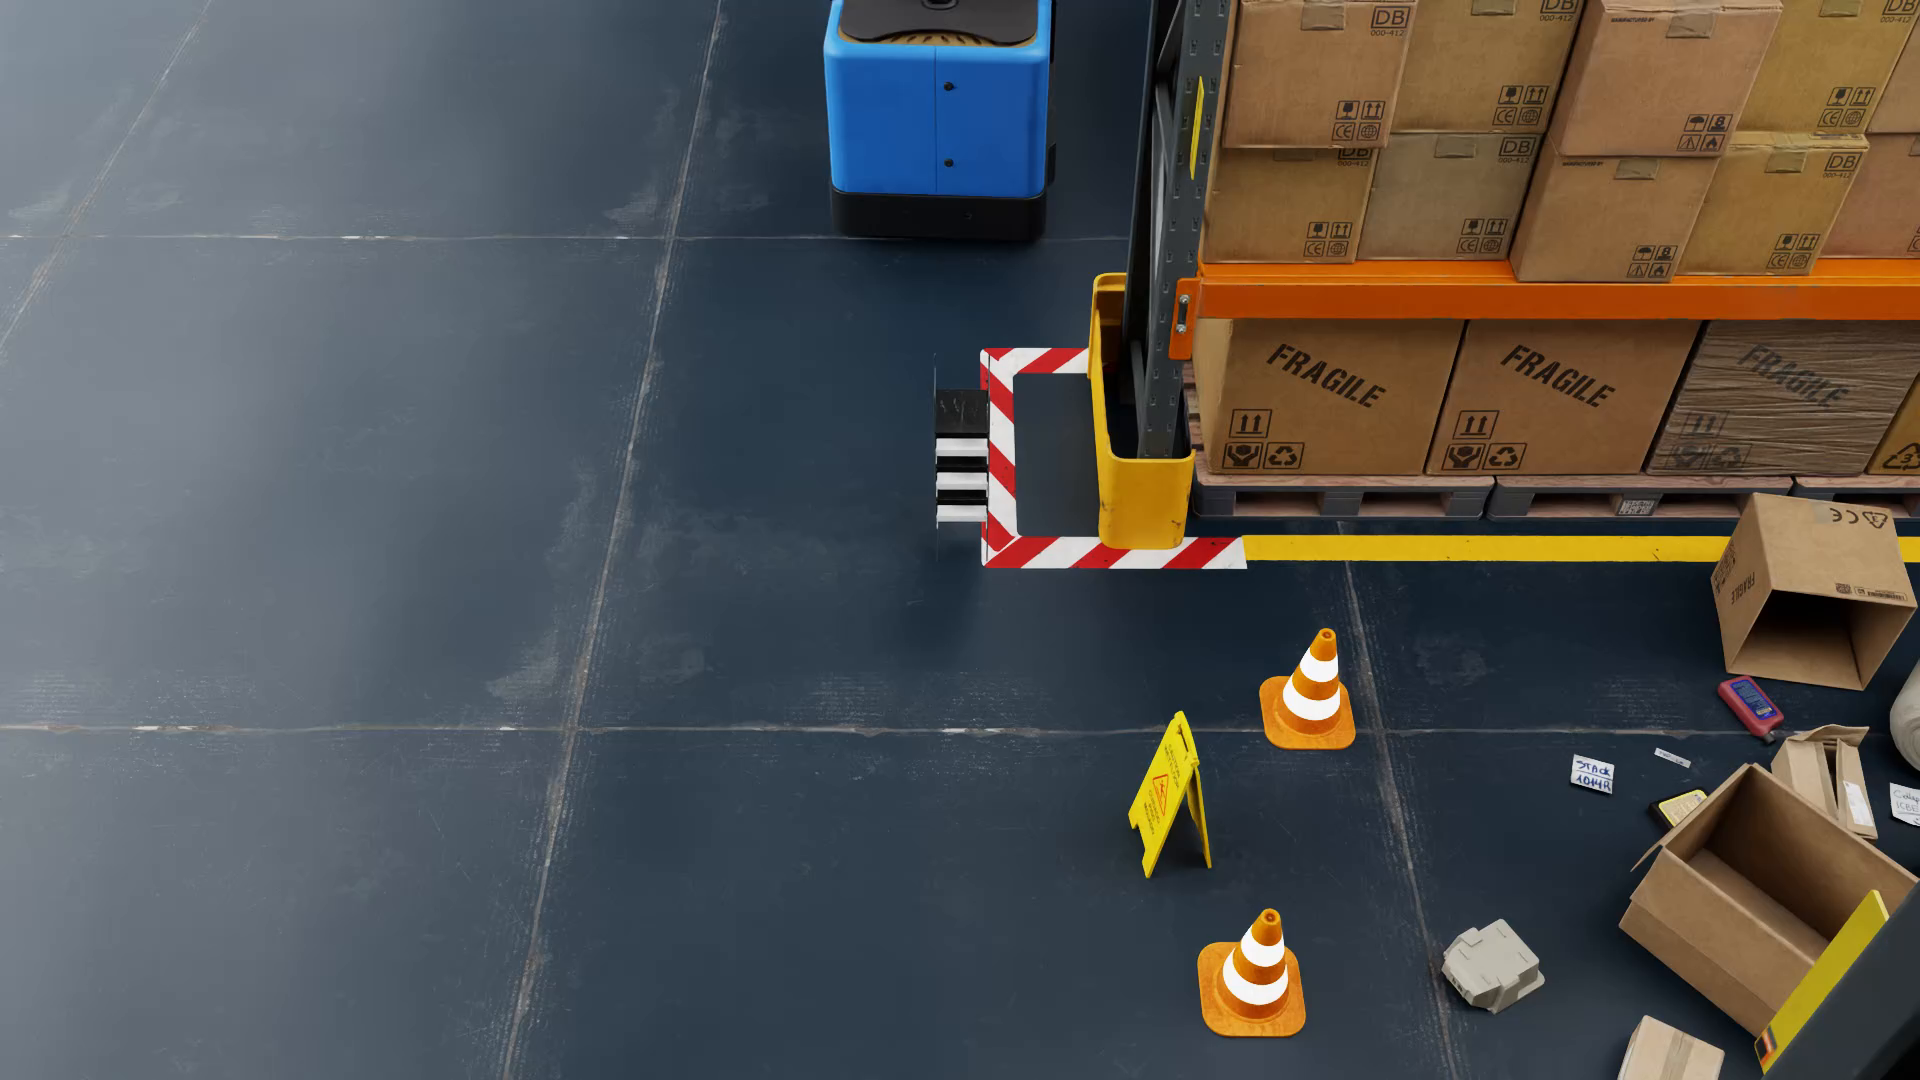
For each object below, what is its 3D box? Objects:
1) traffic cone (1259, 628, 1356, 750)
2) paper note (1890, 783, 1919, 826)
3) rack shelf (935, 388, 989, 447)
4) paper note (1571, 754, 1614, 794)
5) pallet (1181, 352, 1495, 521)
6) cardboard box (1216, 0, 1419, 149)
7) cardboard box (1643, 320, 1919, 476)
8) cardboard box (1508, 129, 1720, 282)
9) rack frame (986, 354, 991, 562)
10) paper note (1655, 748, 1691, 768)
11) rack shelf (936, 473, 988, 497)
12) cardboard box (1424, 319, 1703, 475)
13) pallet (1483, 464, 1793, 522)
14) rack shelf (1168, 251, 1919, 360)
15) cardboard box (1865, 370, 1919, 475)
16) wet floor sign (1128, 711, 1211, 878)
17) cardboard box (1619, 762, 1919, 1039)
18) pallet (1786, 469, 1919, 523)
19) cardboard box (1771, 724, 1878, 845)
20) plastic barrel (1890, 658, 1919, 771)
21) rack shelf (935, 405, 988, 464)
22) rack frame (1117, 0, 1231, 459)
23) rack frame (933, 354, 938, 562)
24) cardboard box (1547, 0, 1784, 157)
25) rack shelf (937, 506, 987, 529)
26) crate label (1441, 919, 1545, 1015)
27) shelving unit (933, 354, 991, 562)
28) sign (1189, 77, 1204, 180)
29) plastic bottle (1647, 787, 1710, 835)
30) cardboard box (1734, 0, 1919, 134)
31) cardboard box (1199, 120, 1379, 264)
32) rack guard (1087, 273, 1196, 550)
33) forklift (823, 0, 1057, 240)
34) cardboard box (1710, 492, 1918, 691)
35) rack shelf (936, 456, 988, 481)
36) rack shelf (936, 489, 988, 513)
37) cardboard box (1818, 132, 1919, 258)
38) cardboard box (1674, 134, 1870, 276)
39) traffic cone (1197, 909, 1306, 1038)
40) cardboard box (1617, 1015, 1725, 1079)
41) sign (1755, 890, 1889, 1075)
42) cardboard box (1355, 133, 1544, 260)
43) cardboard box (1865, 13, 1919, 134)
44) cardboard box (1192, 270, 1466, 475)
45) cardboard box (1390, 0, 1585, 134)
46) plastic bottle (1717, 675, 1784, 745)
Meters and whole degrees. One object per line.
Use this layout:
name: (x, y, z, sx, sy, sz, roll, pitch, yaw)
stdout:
traffic cone: (1.298, 0.493, 6.056, 0.334, 0.463, 0.336, 0, 47, 0)
paper note: (3.407, 0.948, 5.932, 0.155, 0.023, 0.172, 15, 49, 14)
rack shelf: (0.008, -0.468, 6.328, 0.200, 0.077, 0.258, 0, 47, 0)
paper note: (2.292, 0.847, 6.023, 0.142, 0.017, 0.144, 15, 49, 14)
pallet: (1.572, -0.517, 7.168, 1.213, 0.211, 1.003, 0, 47, 0)
cardboard box: (1.143, -1.802, 5.619, 0.550, 0.550, 0.875, 0, 47, 0)
cardboard box: (3.242, -0.873, 6.759, 0.875, 0.875, 0.875, 0, 47, 0)
cardboard box: (2.253, -1.417, 5.998, 0.550, 0.550, 0.875, 0, 47, 0)
rack frame: (0.110, -0.306, 6.501, 0.006, 0.900, 0.240, 0, 47, 0)
paper note: (2.607, 0.797, 6.082, 0.123, 0.001, 0.032, 23, 51, 20)
rack shelf: (0.008, -0.284, 6.526, 0.200, 0.077, 0.258, 0, 47, 0)
cardboard box: (2.330, -0.877, 6.763, 0.875, 0.875, 0.875, -1, 47, 0)
pallet: (2.789, -0.512, 7.163, 1.213, 0.211, 1.003, 0, 47, 0)
rack shelf: (2.772, -1.162, 6.354, 4.000, 0.370, 1.077, 0, 47, 0)
cardboard box: (4.143, -0.874, 6.759, 0.875, 0.875, 0.875, 1, 47, 1)
wet floor sign: (0.736, 0.839, 5.609, 0.232, 0.644, 0.267, -7, 47, -7)
cardboard box: (2.621, 1.213, 5.358, 0.637, 0.503, 0.797, -31, 54, -26)
pallet: (4.012, -0.511, 7.162, 1.213, 0.211, 1.003, 0, 47, 0)
cardboard box: (3.046, 0.873, 5.836, 0.258, 0.266, 0.396, 8, 48, 7)
plastic barrel: (3.632, 0.596, 5.987, 0.421, 0.421, 0.512, 32, 55, 26)
rack shelf: (0.008, -0.407, 6.394, 0.200, 0.077, 0.258, 0, 47, 0)
rack frame: (0.772, -1.412, 6.096, 0.127, 3.000, 1.000, 0, 47, 0)
rack frame: (-0.094, -0.307, 6.502, 0.006, 0.900, 0.240, 0, 47, 0)
cardboard box: (2.253, -1.767, 5.586, 0.550, 0.550, 0.875, 0, 47, 0)
rack shelf: (0.008, -0.161, 6.657, 0.200, 0.077, 0.258, 0, 47, 0)
crate label: (1.740, 1.387, 5.446, 0.298, 0.136, 0.250, -23, 51, -20)
shelving unit: (0.008, -0.307, 6.501, 0.210, 0.900, 0.258, 0, 47, 0)
sign: (0.764, -1.328, 5.372, 0.005, 0.325, 0.100, 0, 47, 0)
plastic bottle: (2.599, 0.956, 5.899, 0.283, 0.061, 0.133, -15, 49, -13)
cardboard box: (2.783, -1.861, 5.673, 0.500, 0.550, 0.875, 0, 47, 0)
cardboard box: (1.143, -1.496, 6.071, 0.550, 0.550, 0.875, 0, 47, 0)
rack guard: (0.748, -0.561, 7.011, 0.348, 0.500, 1.175, 0, 47, 0)
forklift: (-0.032, -3.530, 8.114, 1.130, 2.935, 3.031, 2, 47, 2)
cardboard box: (3.216, 0.196, 6.305, 0.500, 0.500, 0.500, 8, 48, 7)
rack shelf: (0.008, -0.345, 6.460, 0.200, 0.077, 0.258, 0, 47, 0)
rack shelf: (0.008, -0.223, 6.592, 0.200, 0.077, 0.258, 0, 47, 0)
cardboard box: (3.313, -1.517, 6.092, 0.550, 0.550, 0.875, 0, 47, 0)
cardboard box: (2.783, -1.446, 6.025, 0.500, 0.550, 0.875, 0, 47, 0)
traffic cone: (0.954, 1.319, 5.287, 0.334, 0.463, 0.336, 0, 47, 0)
cardboard box: (2.172, 1.707, 5.140, 0.250, 0.149, 0.380, 23, 51, 20)
sign: (0.877, 0.481, 1.679, 0.005, 0.325, 0.100, 0, 47, 0)
cardboard box: (1.693, -1.510, 6.085, 0.550, 0.550, 0.875, 0, 47, 0)
cardboard box: (3.313, -1.865, 5.677, 0.550, 0.550, 0.875, 0, 47, 0)
cardboard box: (1.450, -0.878, 6.764, 0.875, 0.875, 0.875, 0, 47, 0)
cardboard box: (1.693, -1.868, 5.680, 0.550, 0.550, 0.875, 0, 47, 0)
plastic bottle: (2.966, 0.636, 6.197, 0.133, 0.061, 0.283, -15, 49, -13)
